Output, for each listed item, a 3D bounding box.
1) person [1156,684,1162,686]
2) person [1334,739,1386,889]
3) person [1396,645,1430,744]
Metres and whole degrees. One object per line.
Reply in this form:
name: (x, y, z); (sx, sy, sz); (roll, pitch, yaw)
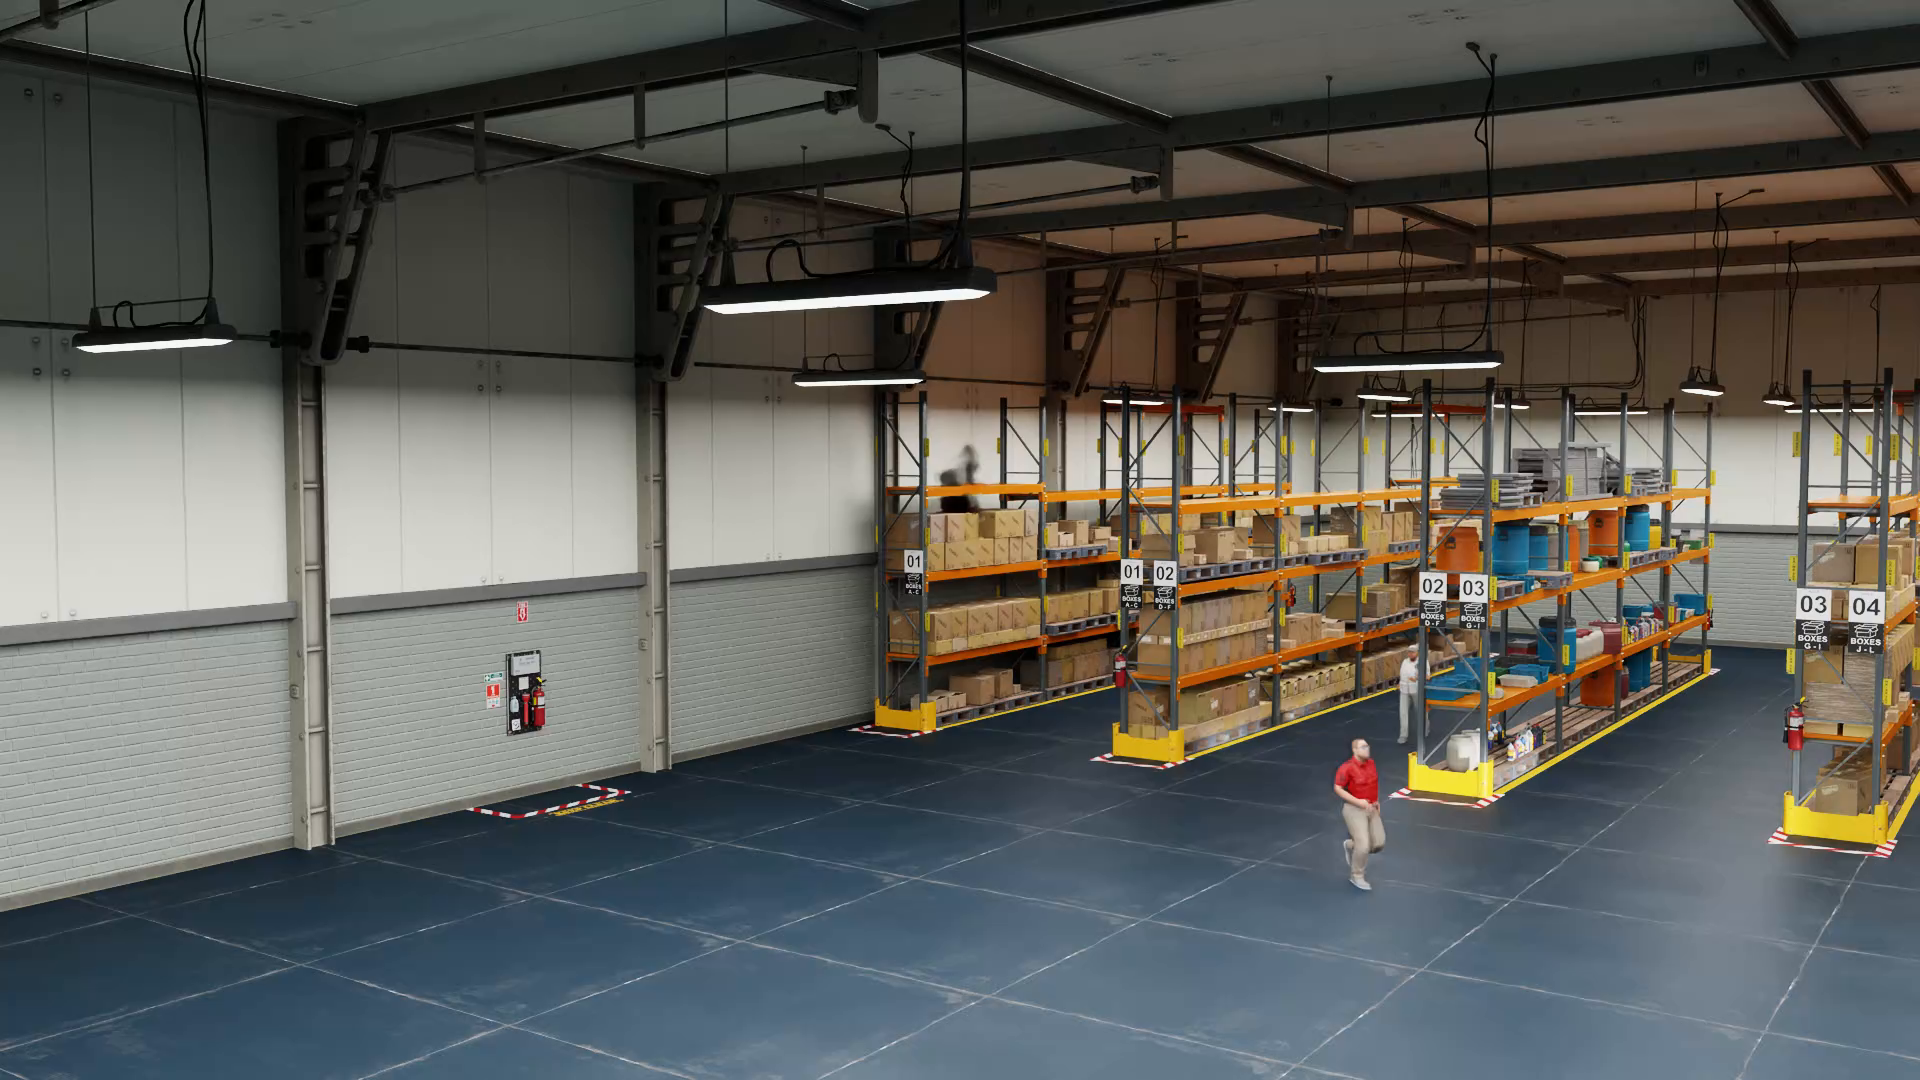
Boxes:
person: (3.798, 2.462, 31.240); (0.538, 1.606, 0.877); (1, 3, 24)
person: (4.581, 3.114, 19.034); (0.697, 1.691, 0.601); (-2, 4, -34)
person: (7.679, 2.603, 28.203); (0.614, 1.633, 0.904); (2, 4, 36)
